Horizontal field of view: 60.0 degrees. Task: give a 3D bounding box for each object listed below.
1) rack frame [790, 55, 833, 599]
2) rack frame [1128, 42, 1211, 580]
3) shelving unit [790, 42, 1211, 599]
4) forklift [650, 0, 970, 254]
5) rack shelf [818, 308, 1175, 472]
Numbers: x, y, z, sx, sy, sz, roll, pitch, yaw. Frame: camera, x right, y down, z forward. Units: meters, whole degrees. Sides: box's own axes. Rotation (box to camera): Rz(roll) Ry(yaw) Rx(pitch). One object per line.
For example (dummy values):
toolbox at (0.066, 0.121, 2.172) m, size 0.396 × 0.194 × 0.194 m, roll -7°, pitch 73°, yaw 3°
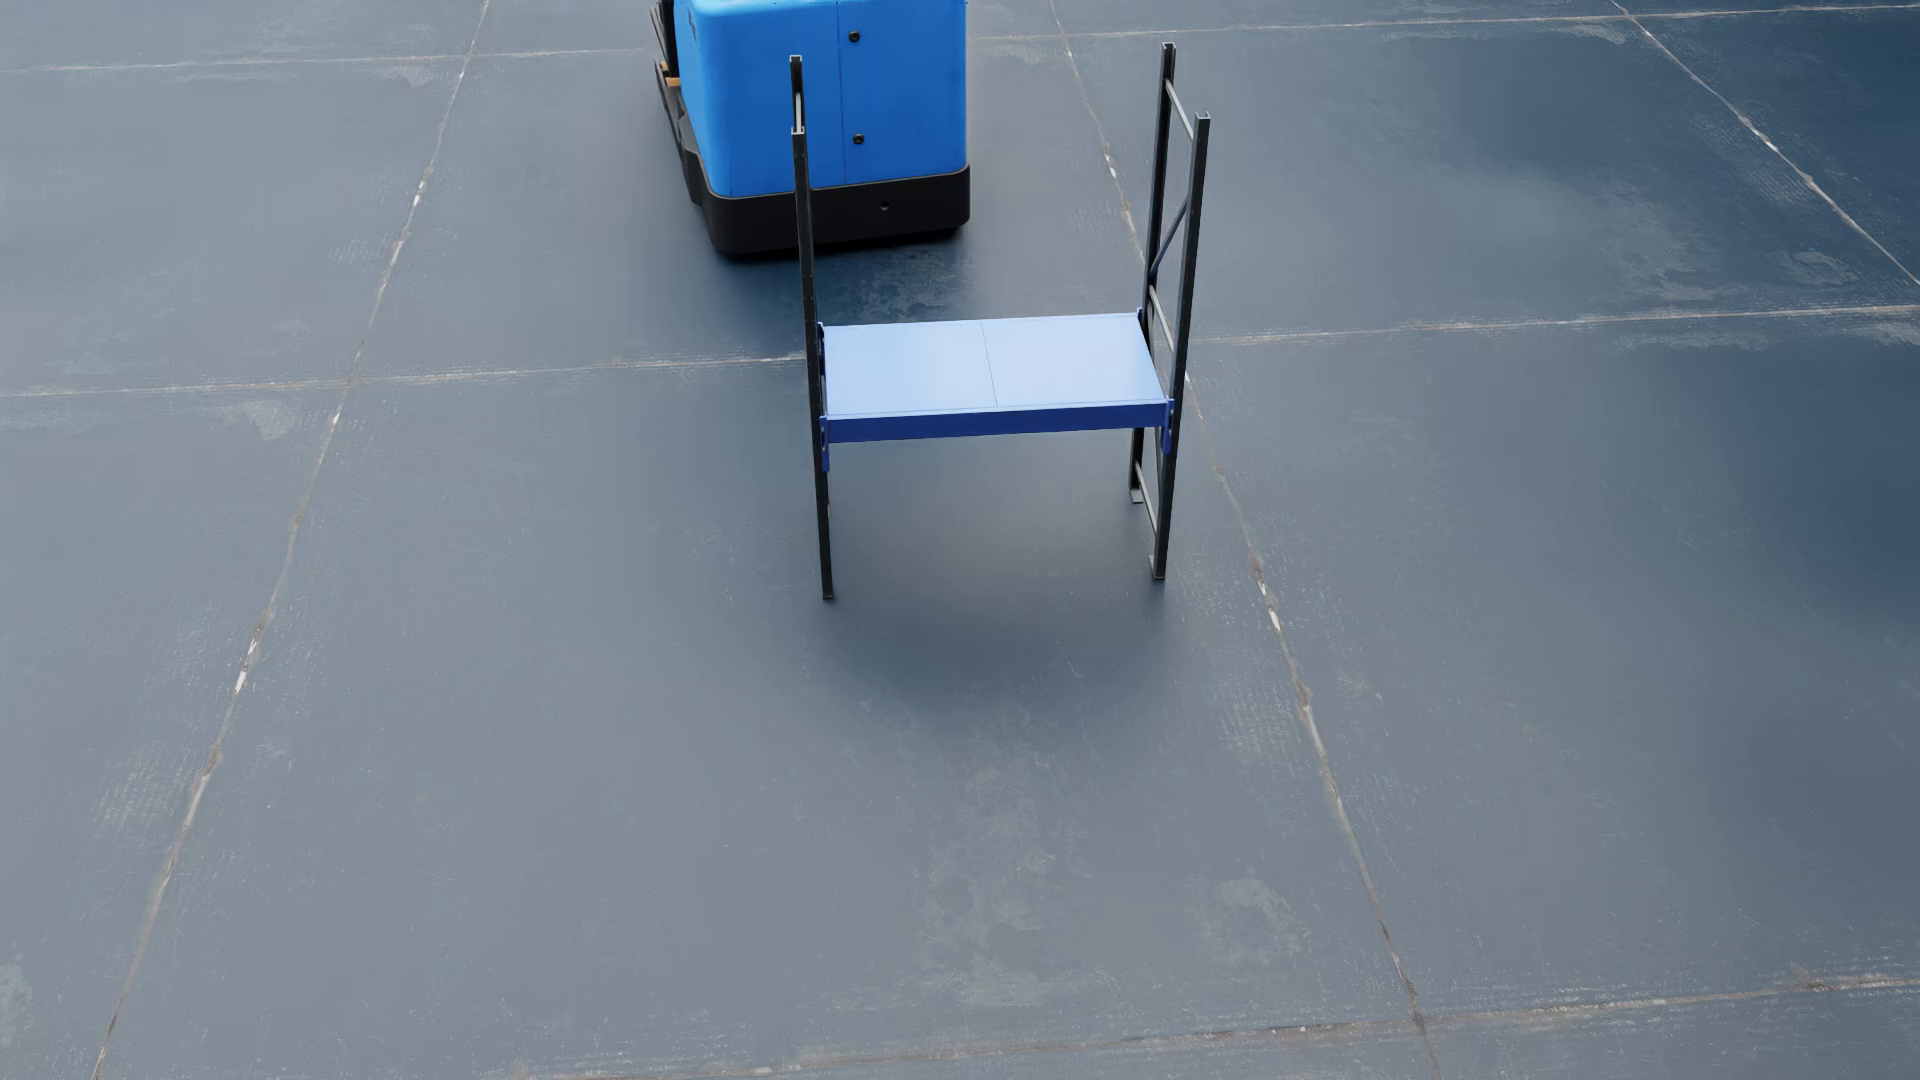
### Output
rack frame at (-0.421, -0.566, 4.756) m, size 0.032 × 1.500 × 0.500 m, roll -3°, pitch 38°, yaw -4°
rack frame at (0.591, -0.621, 4.827) m, size 0.032 × 1.500 × 0.500 m, roll -3°, pitch 38°, yaw -4°
shelving unit at (0.085, -0.593, 4.791) m, size 1.048 × 1.500 × 0.538 m, roll -3°, pitch 38°, yaw -4°
forklift at (-0.826, -3.197, 6.936) m, size 1.130 × 2.935 × 3.031 m, roll -9°, pitch 39°, yaw -11°
rack shelf at (0.085, -0.452, 4.903) m, size 1.000 × 0.185 × 0.538 m, roll -3°, pitch 38°, yaw -4°
